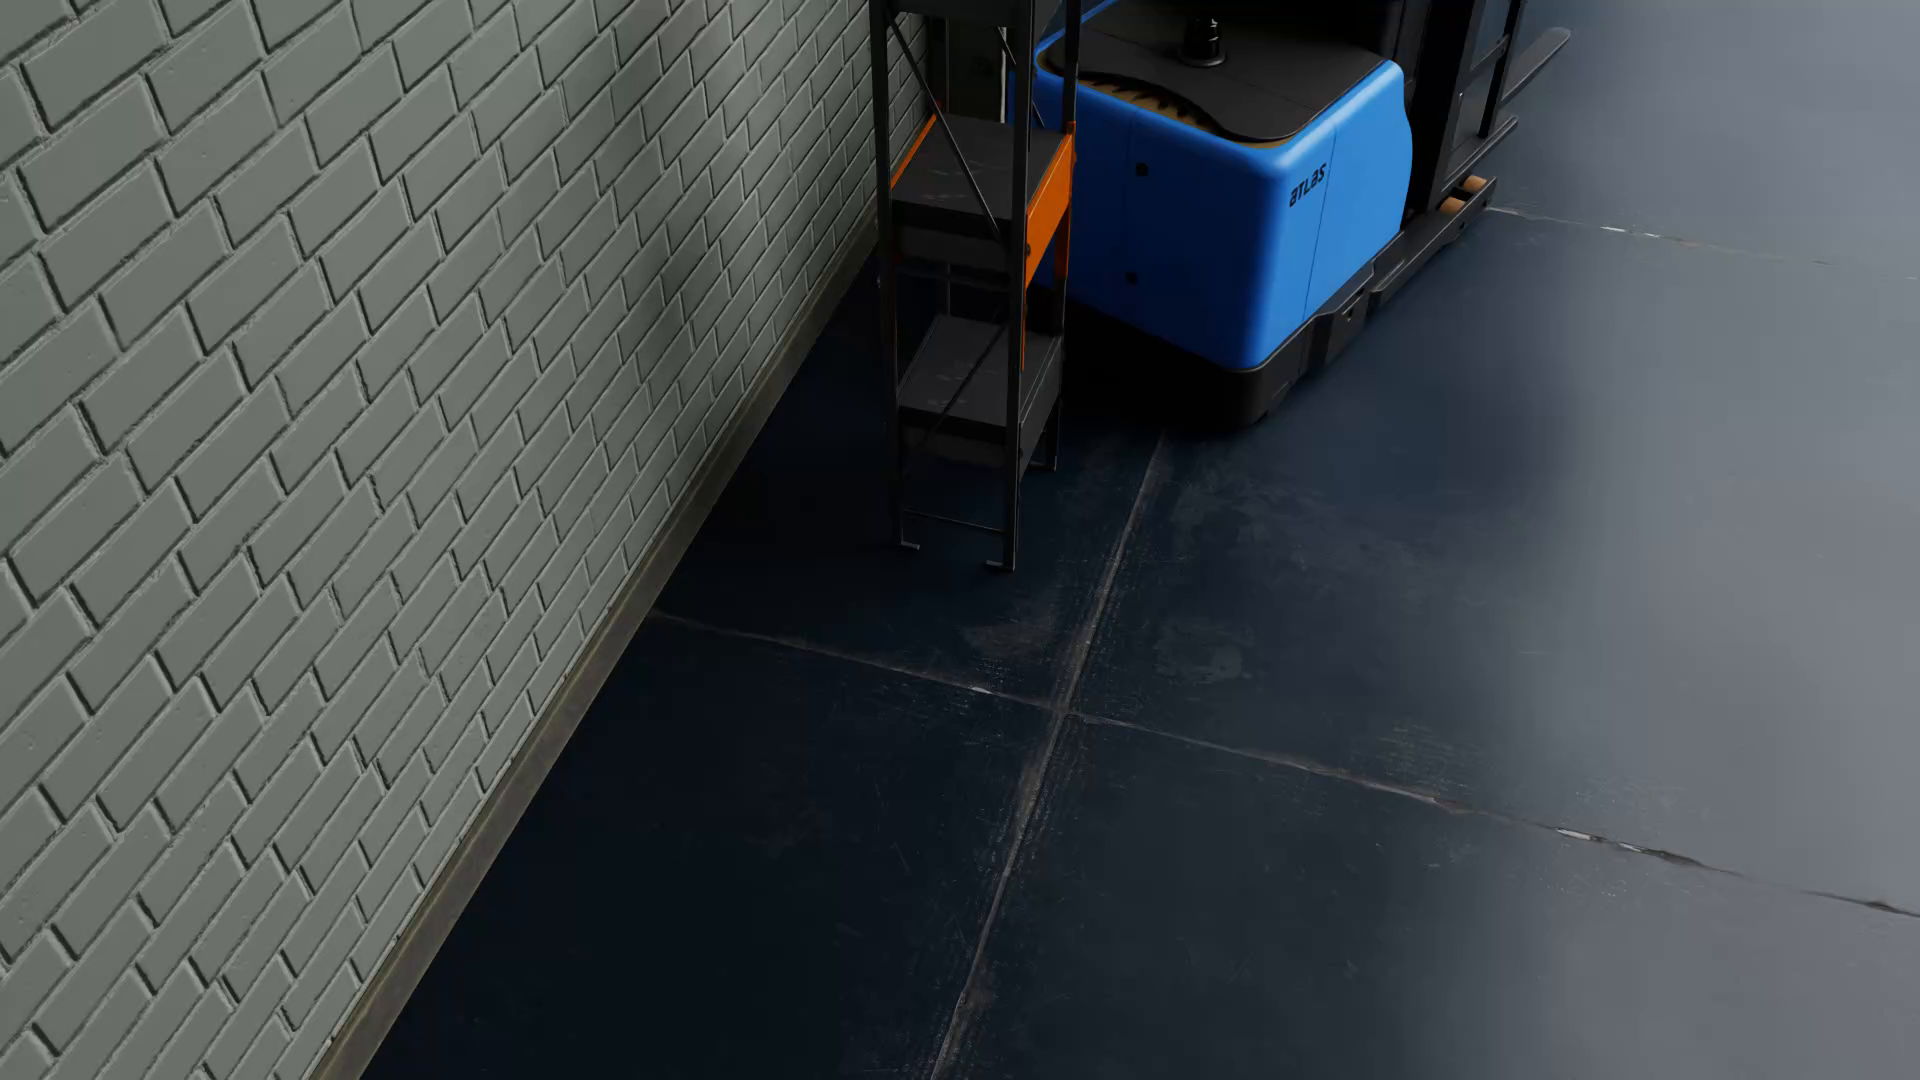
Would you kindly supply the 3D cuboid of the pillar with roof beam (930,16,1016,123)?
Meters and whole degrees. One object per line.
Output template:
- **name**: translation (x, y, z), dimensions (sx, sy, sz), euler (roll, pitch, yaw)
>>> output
- **pillar with roof beam**: translation (4.182, -4.069, 2.974), dimensions (9.100, 9.000, 0.400), euler (13, 46, 13)

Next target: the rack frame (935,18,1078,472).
- **rack frame**: translation (0.124, -1.023, 4.795), dimensions (0.400, 2.100, 0.015), euler (13, 46, 12)

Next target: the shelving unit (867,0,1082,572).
- **shelving unit**: translation (0.050, -0.861, 4.628), dimensions (0.431, 2.100, 0.503), euler (13, 46, 12)

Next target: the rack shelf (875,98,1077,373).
- **rack shelf**: translation (0.050, -0.851, 4.638), dimensions (0.431, 0.518, 0.480), euler (13, 46, 12)

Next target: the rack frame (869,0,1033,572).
- **rack frame**: translation (-0.024, -0.698, 4.462), dimensions (0.400, 2.100, 0.015), euler (13, 46, 12)

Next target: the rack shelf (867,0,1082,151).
- **rack shelf**: translation (0.050, -1.351, 4.148), dimensions (0.431, 0.518, 0.480), euler (13, 46, 12)

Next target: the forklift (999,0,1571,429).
- **forklift**: translation (1.442, -2.395, 5.601), dimensions (1.130, 2.935, 3.031), euler (29, 51, 26)

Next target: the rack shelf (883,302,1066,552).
- **rack shelf**: translation (0.050, -0.351, 5.127), dimensions (0.431, 0.518, 0.480), euler (13, 46, 12)
